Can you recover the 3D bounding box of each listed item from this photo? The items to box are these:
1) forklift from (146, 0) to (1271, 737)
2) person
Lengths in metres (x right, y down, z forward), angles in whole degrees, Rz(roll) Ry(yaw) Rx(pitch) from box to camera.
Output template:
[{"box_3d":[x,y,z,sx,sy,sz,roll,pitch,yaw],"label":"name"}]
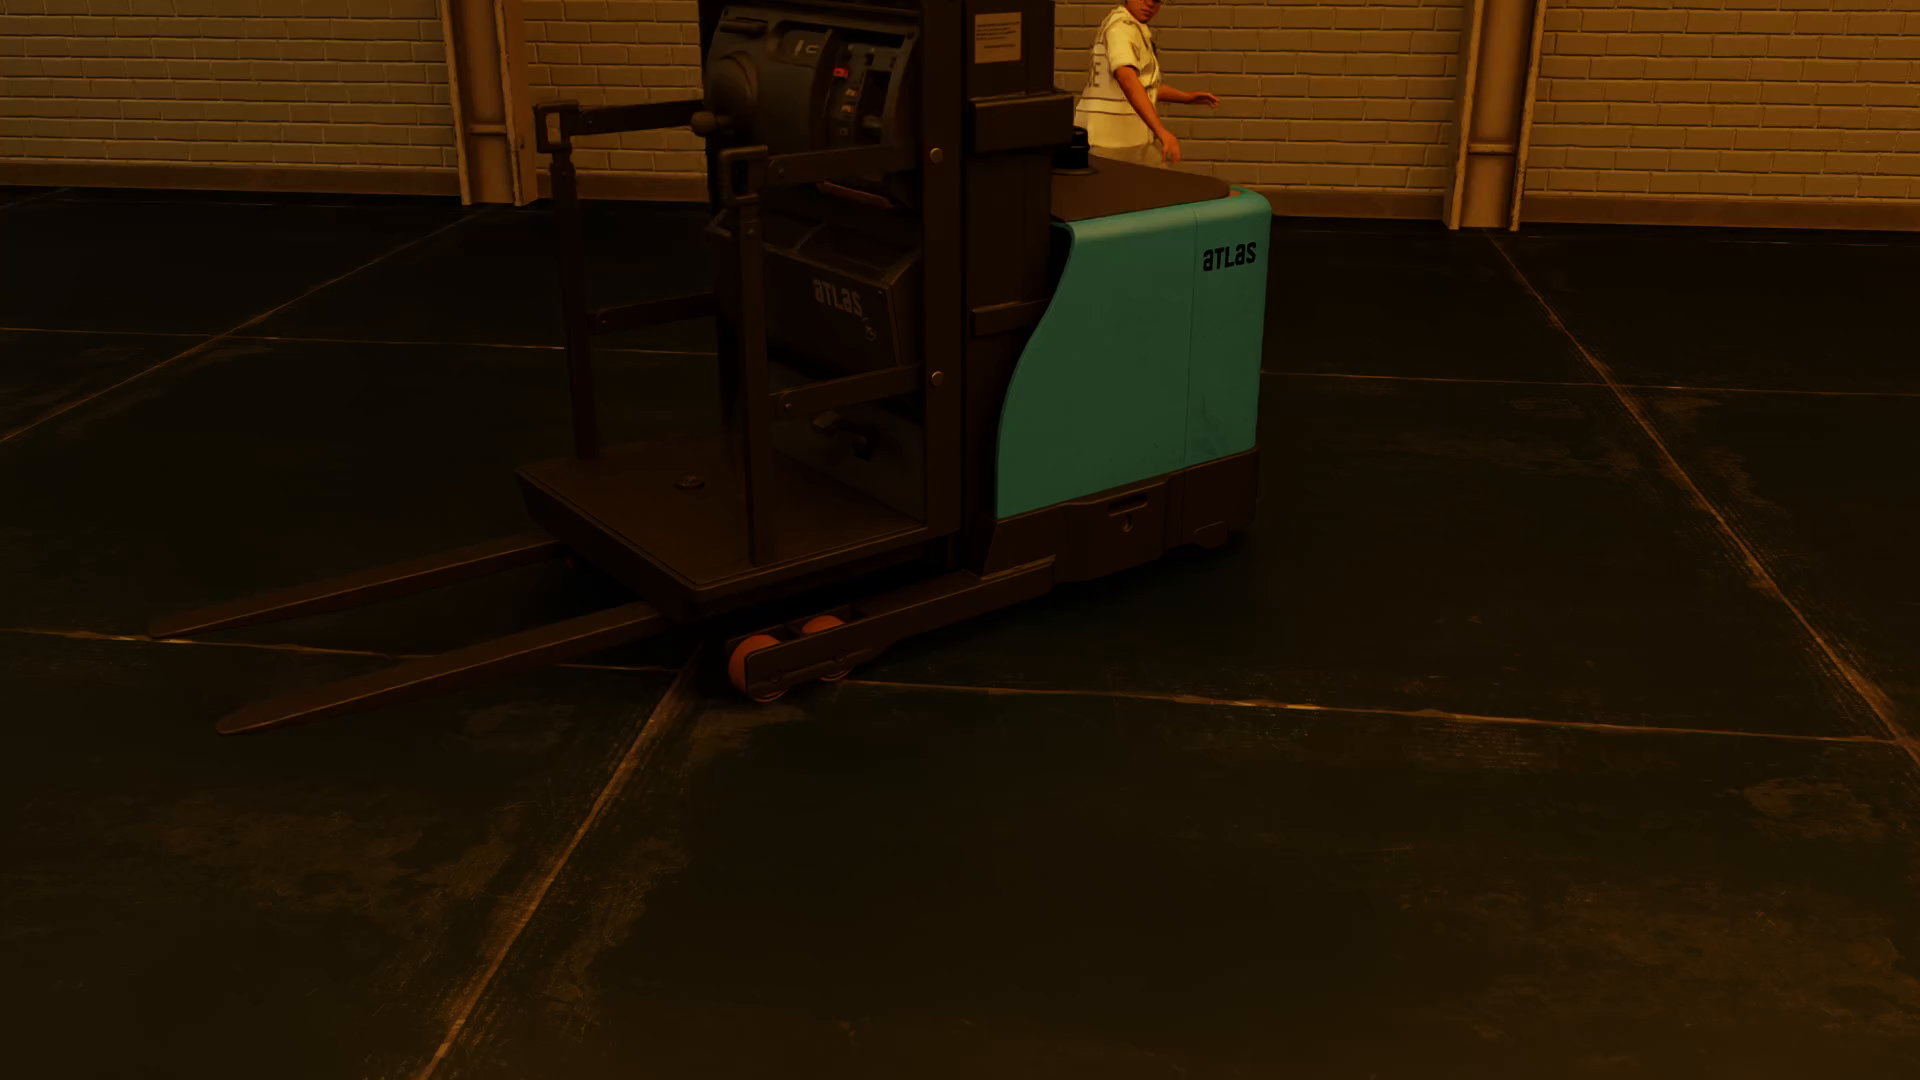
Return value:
[{"box_3d":[-0.569,-1.176,4.174,3.031,2.935,1.130,-16,27,-34],"label":"forklift"},{"box_3d":[0.851,-1.766,7.439,0.807,1.546,0.817,-6,23,-15],"label":"person"}]
